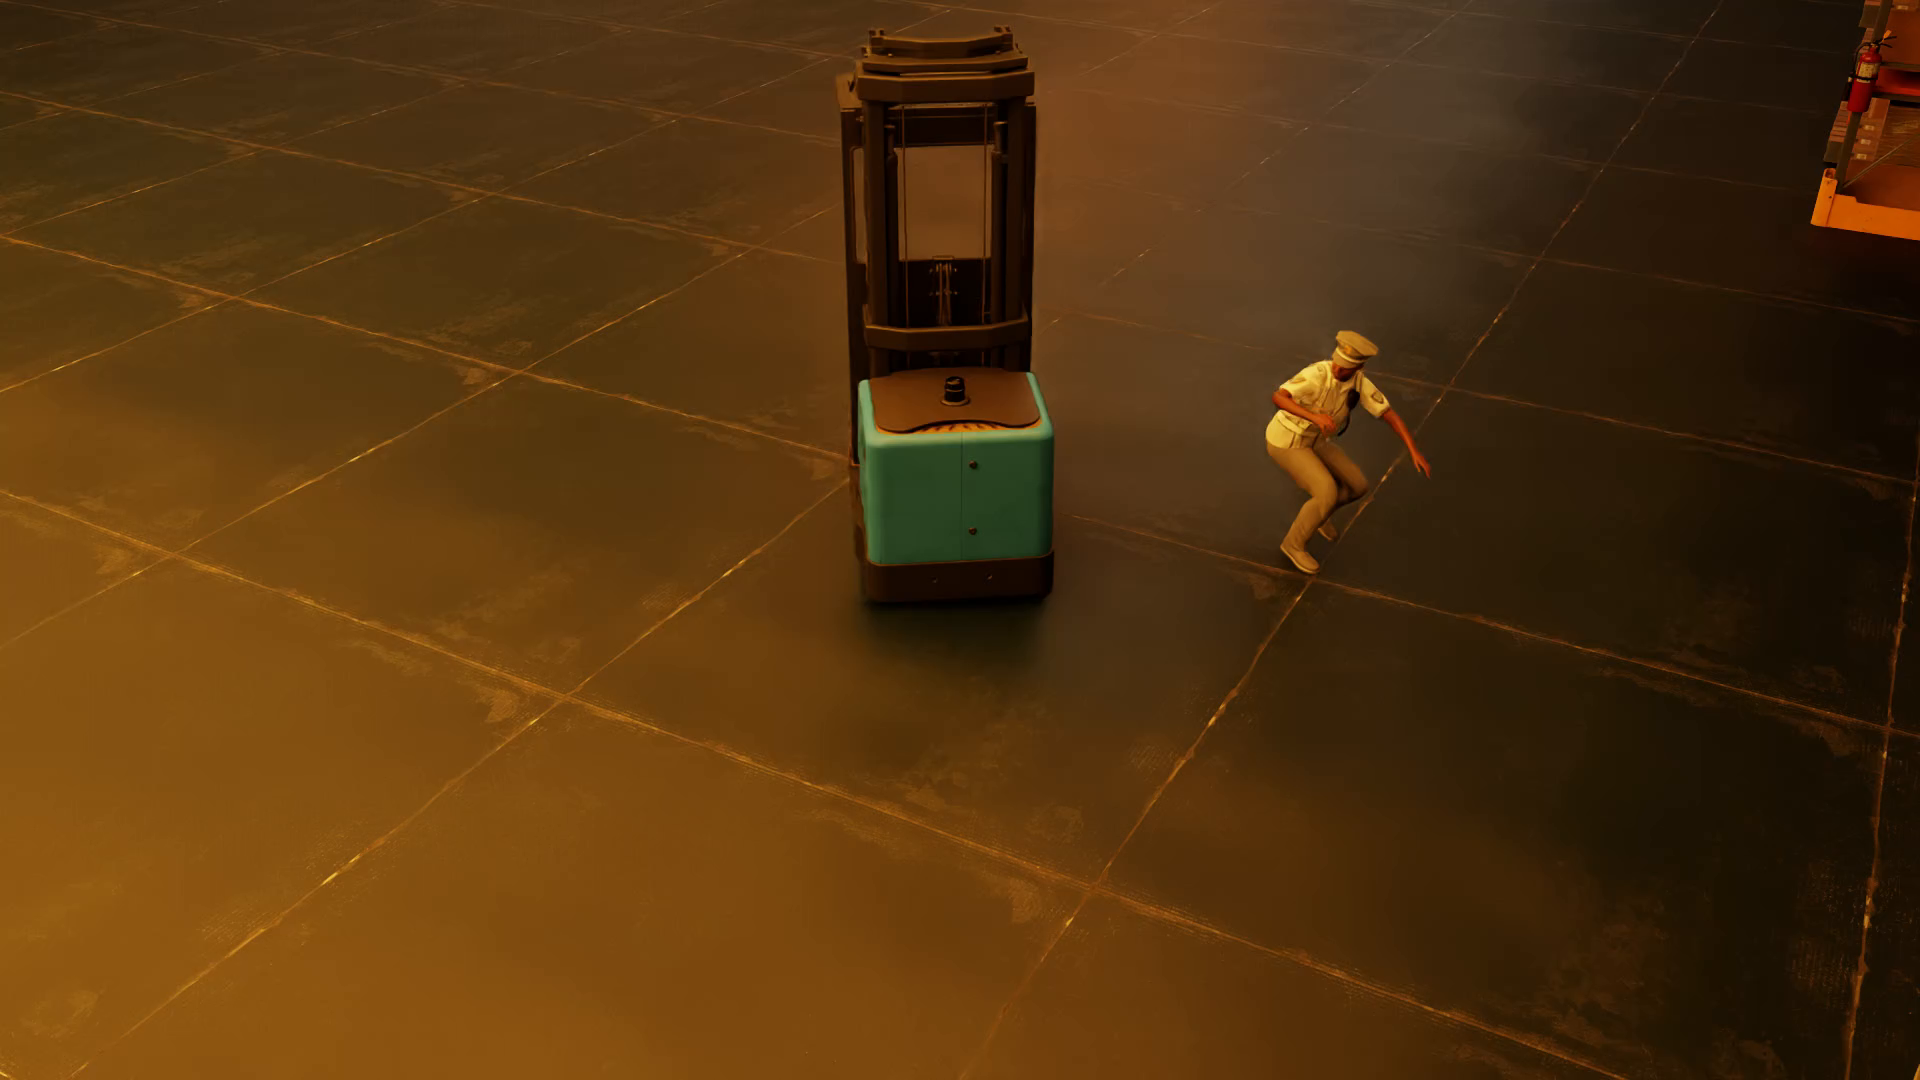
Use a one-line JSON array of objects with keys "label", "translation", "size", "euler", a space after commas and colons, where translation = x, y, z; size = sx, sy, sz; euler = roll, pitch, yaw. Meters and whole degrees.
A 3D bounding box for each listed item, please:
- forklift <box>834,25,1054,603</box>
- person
[{"label": "forklift", "translation": [-0.148, -1.633, 9.901], "size": [1.130, 2.935, 3.031], "euler": [-3, 30, -5]}, {"label": "person", "translation": [2.138, -0.489, 9.474], "size": [0.716, 1.414, 0.893], "euler": [-21, 36, -31]}]
